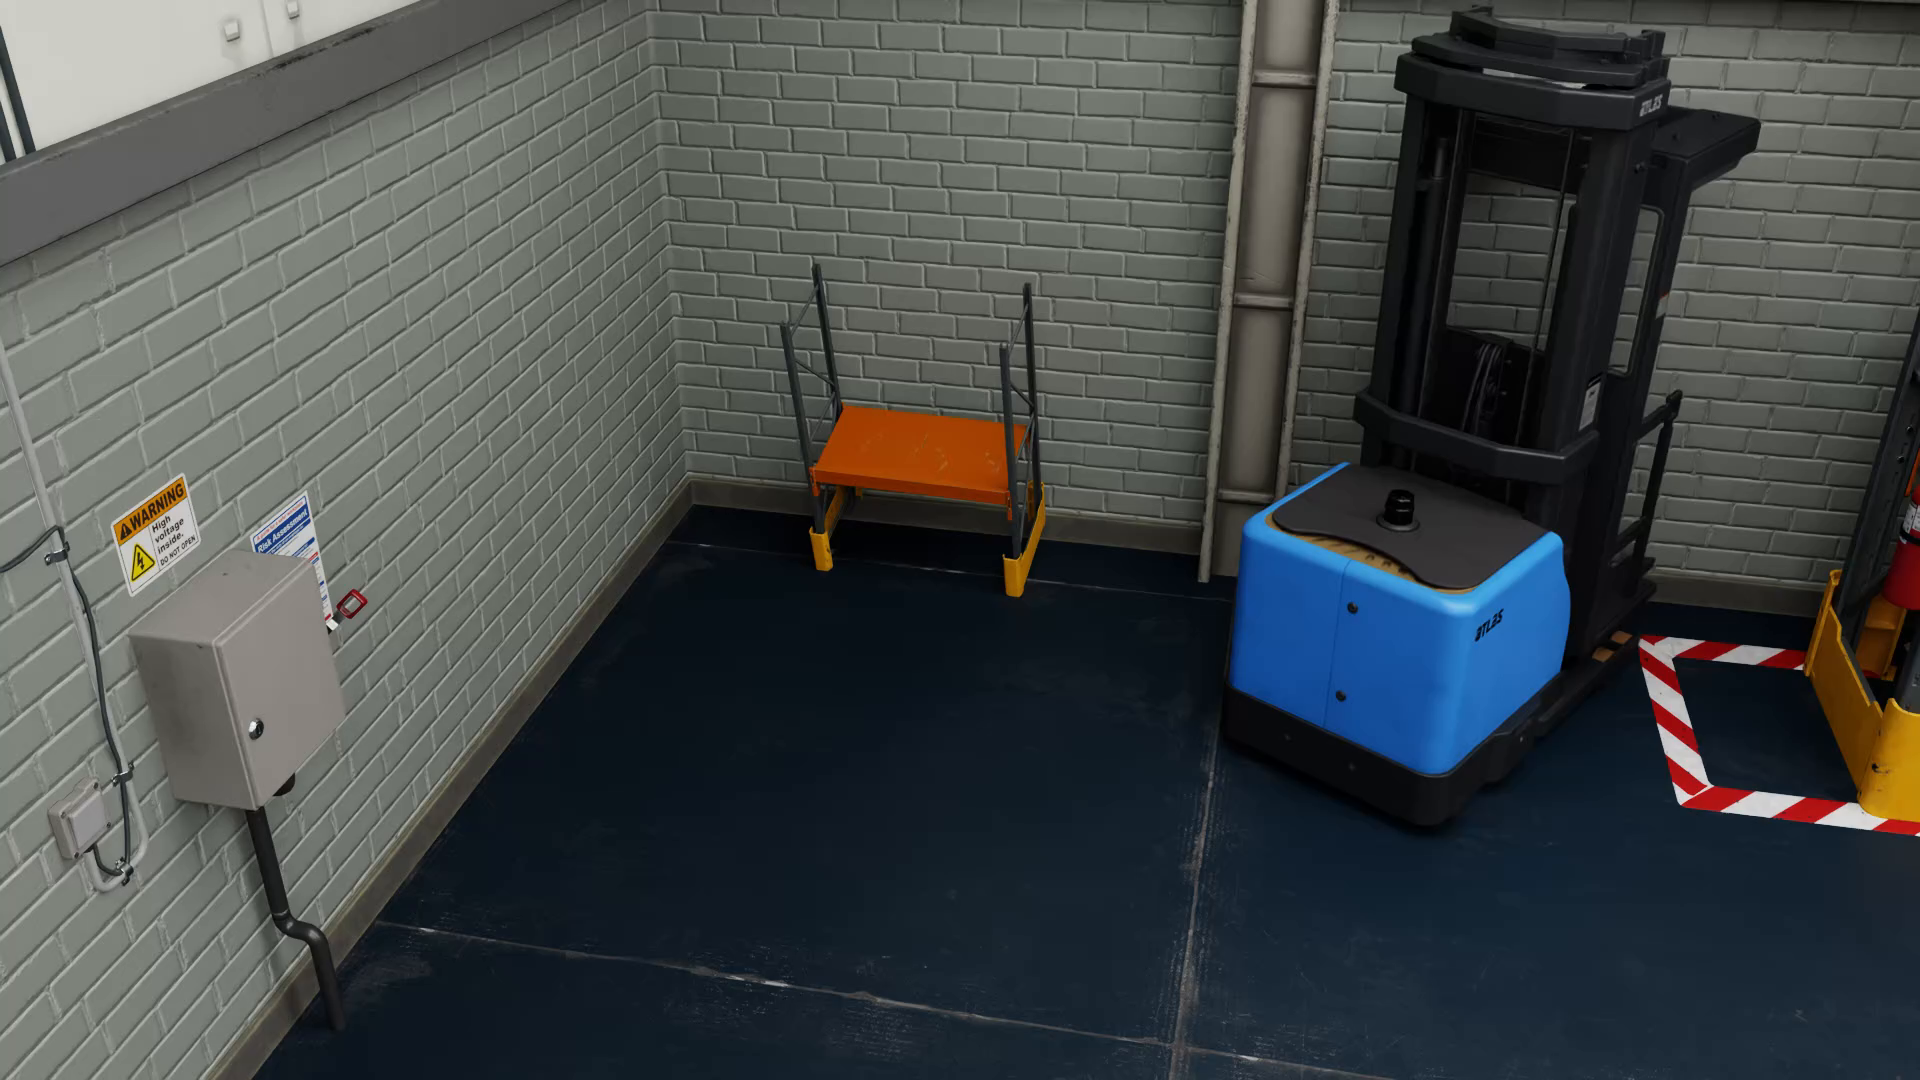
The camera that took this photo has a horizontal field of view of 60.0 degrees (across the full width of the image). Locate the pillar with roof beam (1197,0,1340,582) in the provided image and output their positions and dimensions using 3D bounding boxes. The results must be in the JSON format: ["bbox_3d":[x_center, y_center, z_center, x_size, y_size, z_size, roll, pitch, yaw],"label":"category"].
[{"bbox_3d":[0.521,-1.770,2.611,0.400,9.000,9.100,6,29,11],"label":"pillar with roof beam"}]

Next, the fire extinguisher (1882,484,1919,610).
[{"bbox_3d":[3.628,-0.066,6.216,0.183,0.674,0.296,6,29,11],"label":"fire extinguisher"}]

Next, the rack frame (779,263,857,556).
[{"bbox_3d":[-0.681,-0.587,8.154,0.032,1.500,0.500,7,45,13],"label":"rack frame"}]

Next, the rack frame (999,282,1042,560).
[{"bbox_3d":[0.300,-0.460,7.918,0.032,1.500,0.500,7,45,13],"label":"rack frame"}]

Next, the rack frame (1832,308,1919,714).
[{"bbox_3d":[3.869,-0.466,6.478,0.127,3.000,1.000,6,29,11],"label":"rack frame"}]

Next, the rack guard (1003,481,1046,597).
[{"bbox_3d":[0.326,-0.010,8.351,0.087,0.250,0.587,7,45,13],"label":"rack guard"}]

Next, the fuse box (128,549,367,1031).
[{"bbox_3d":[-2.102,0.904,5.317,0.414,1.711,0.539,6,29,11],"label":"fuse box"}]

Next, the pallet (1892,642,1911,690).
[{"bbox_3d":[4.723,0.844,6.988,1.213,0.211,1.003,6,29,11],"label":"pallet"}]

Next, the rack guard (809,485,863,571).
[{"bbox_3d":[-0.635,-0.134,8.582,0.087,0.250,0.587,7,45,13],"label":"rack guard"}]

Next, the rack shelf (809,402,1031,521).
[{"bbox_3d":[-0.177,-0.393,8.159,1.000,0.185,0.538,7,45,13],"label":"rack shelf"}]

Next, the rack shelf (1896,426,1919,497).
[{"bbox_3d":[5.825,0.050,6.284,4.000,0.370,1.077,6,29,11],"label":"rack shelf"}]

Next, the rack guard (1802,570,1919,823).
[{"bbox_3d":[3.943,0.638,7.064,0.348,0.500,1.175,6,29,11],"label":"rack guard"}]

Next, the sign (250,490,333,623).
[{"bbox_3d":[-2.201,0.128,5.492,0.001,0.494,0.329,6,29,11],"label":"sign"}]

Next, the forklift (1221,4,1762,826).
[{"bbox_3d":[2.489,-0.780,7.122,1.130,2.935,3.031,24,37,37],"label":"forklift"}]

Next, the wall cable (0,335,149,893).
[{"bbox_3d":[-2.399,0.198,4.207,0.122,1.984,0.588,6,29,11],"label":"wall cable"}]

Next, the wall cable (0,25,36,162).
[{"bbox_3d":[-2.008,-2.878,4.597,0.133,3.039,2.988,6,29,11],"label":"wall cable"}]

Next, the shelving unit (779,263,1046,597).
[{"bbox_3d":[-0.199,-0.525,8.038,1.083,1.500,0.587,7,45,13],"label":"shelving unit"}]

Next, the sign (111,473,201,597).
[{"bbox_3d":[-2.316,-0.018,4.799,0.001,0.242,0.339,6,29,11],"label":"sign"}]
